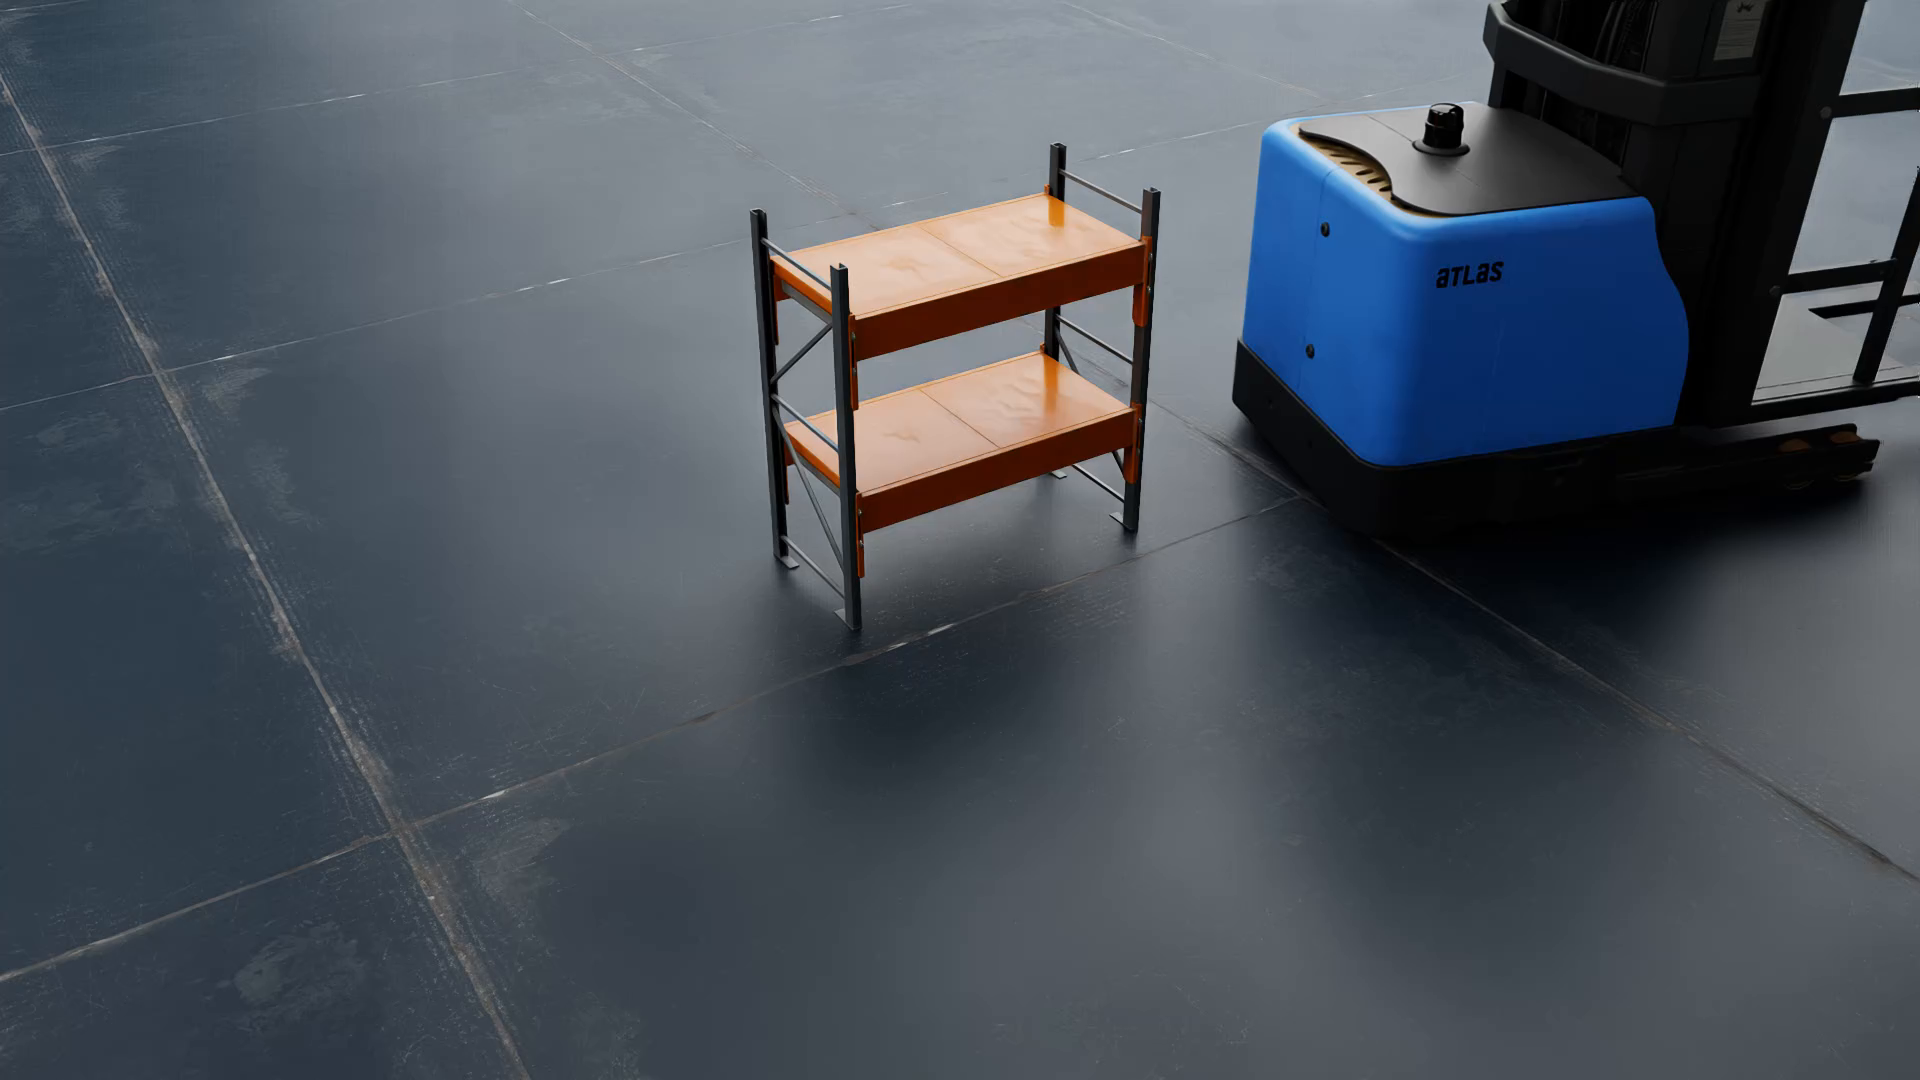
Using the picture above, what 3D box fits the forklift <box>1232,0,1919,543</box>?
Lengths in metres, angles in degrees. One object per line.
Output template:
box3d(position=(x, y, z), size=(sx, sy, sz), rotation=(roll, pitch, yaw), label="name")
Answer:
box3d(position=(2.540, -1.667, 5.146), size=(3.031, 2.935, 1.130), rotation=(-9, 33, -14), label="forklift")

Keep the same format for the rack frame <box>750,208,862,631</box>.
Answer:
box3d(position=(-0.433, -0.327, 4.714), size=(0.032, 1.125, 0.500), rotation=(-19, 37, -27), label="rack frame")

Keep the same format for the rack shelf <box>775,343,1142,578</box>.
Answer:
box3d(position=(-0.006, -0.267, 5.077), size=(1.000, 0.278, 0.538), rotation=(-19, 37, -27), label="rack shelf")

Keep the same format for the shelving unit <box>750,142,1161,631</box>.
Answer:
box3d(position=(-0.006, -0.474, 4.947), size=(1.048, 1.125, 0.538), rotation=(-19, 37, -27), label="shelving unit")

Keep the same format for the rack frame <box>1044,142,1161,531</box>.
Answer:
box3d(position=(0.422, -0.621, 5.180), size=(0.032, 1.125, 0.500), rotation=(-19, 37, -27), label="rack frame")

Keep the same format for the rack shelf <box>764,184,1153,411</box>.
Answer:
box3d(position=(-0.006, -0.721, 4.791), size=(1.000, 0.278, 0.538), rotation=(-19, 37, -27), label="rack shelf")
